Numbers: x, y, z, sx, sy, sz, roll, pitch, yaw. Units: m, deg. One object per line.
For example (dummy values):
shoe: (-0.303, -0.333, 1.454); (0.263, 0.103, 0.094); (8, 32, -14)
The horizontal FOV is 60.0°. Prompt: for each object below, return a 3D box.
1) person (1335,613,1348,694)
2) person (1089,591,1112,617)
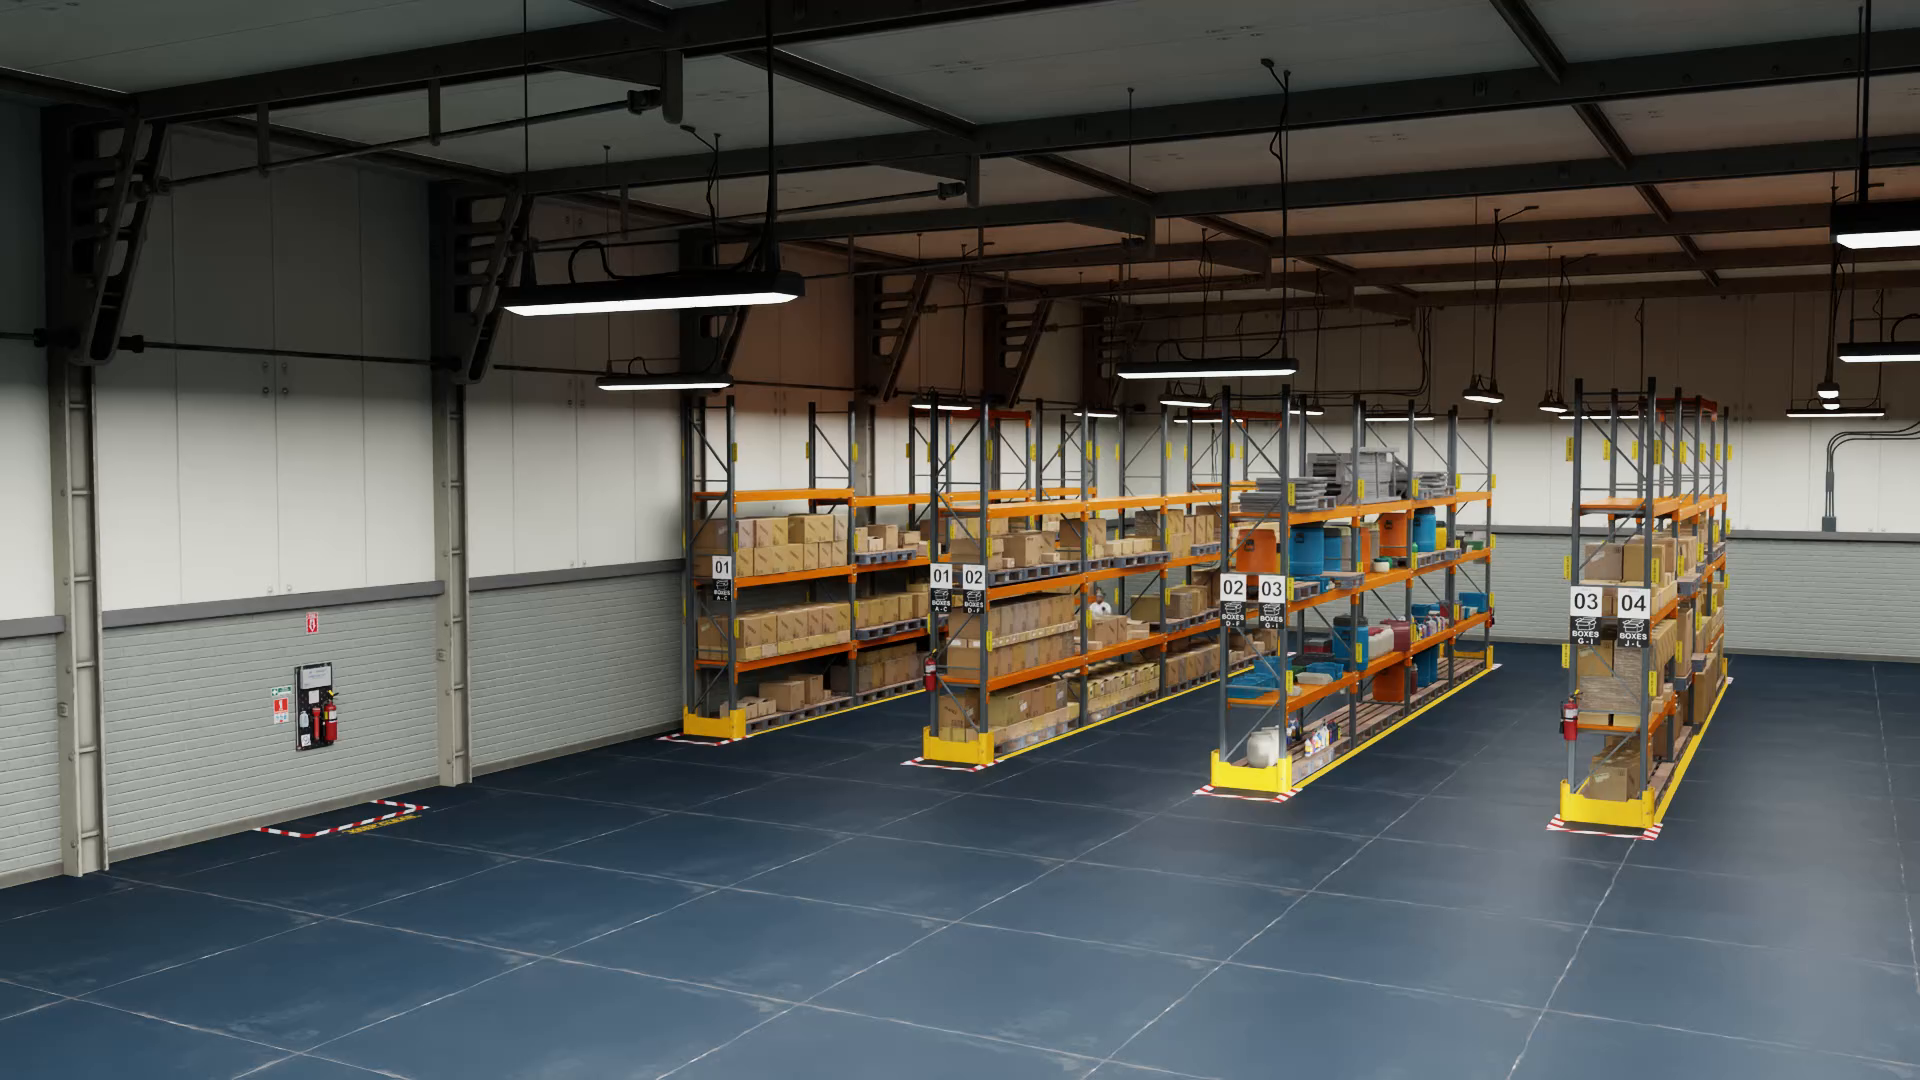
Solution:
person: (7.944, 2.356, 34.394); (0.447, 1.669, 0.525); (1, 3, 11)
person: (3.289, 2.039, 39.438); (0.603, 1.682, 1.100); (1, 3, 25)
